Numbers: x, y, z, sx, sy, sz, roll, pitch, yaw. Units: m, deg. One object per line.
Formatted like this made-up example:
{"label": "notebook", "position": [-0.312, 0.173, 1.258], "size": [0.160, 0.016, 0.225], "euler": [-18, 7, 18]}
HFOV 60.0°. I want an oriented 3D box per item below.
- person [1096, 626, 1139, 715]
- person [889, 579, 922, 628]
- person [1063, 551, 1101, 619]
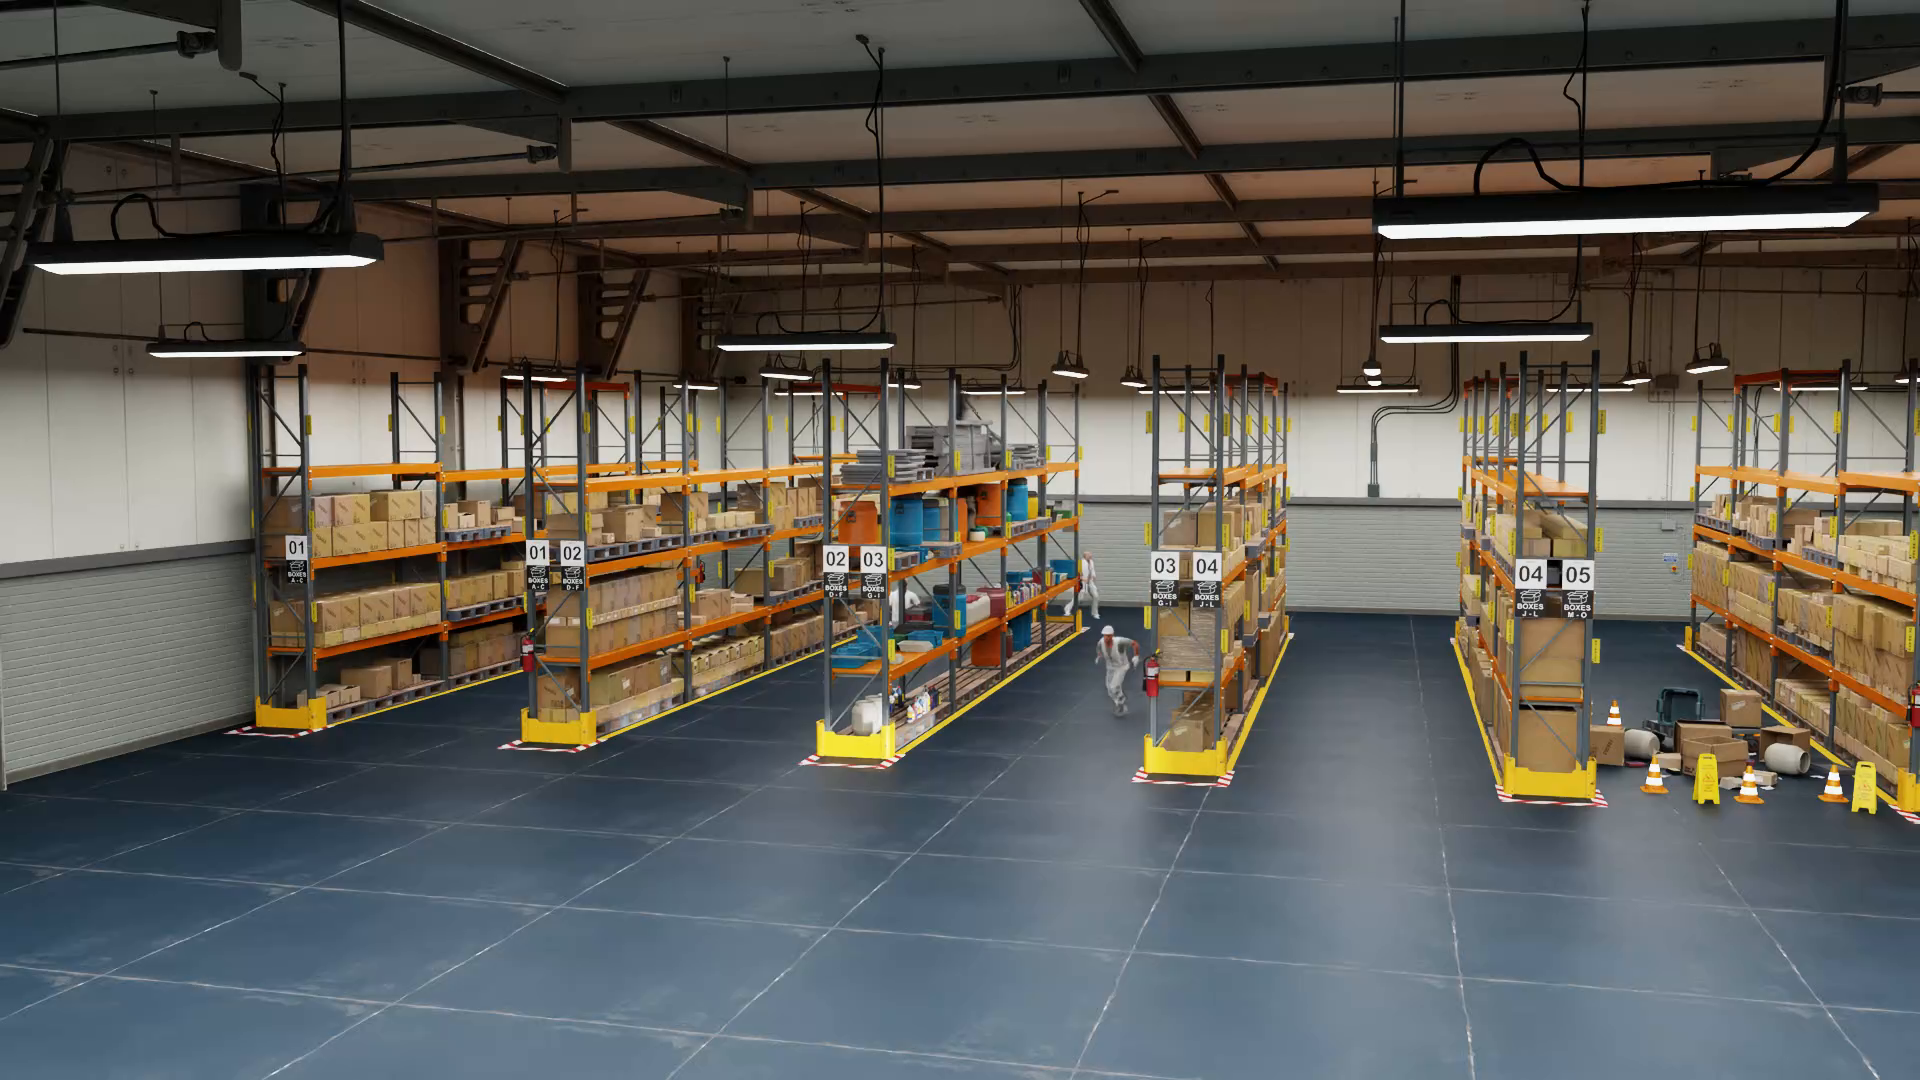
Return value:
{"label": "person", "position": [2.664, 2.239, 28.293], "size": [0.704, 1.609, 0.868], "euler": [3, 5, 34]}
{"label": "person", "position": [-1.137, 1.599, 32.622], "size": [0.714, 1.751, 0.725], "euler": [1, 4, 11]}
{"label": "person", "position": [3.238, 1.172, 43.189], "size": [0.775, 1.781, 0.932], "euler": [4, 5, 44]}
